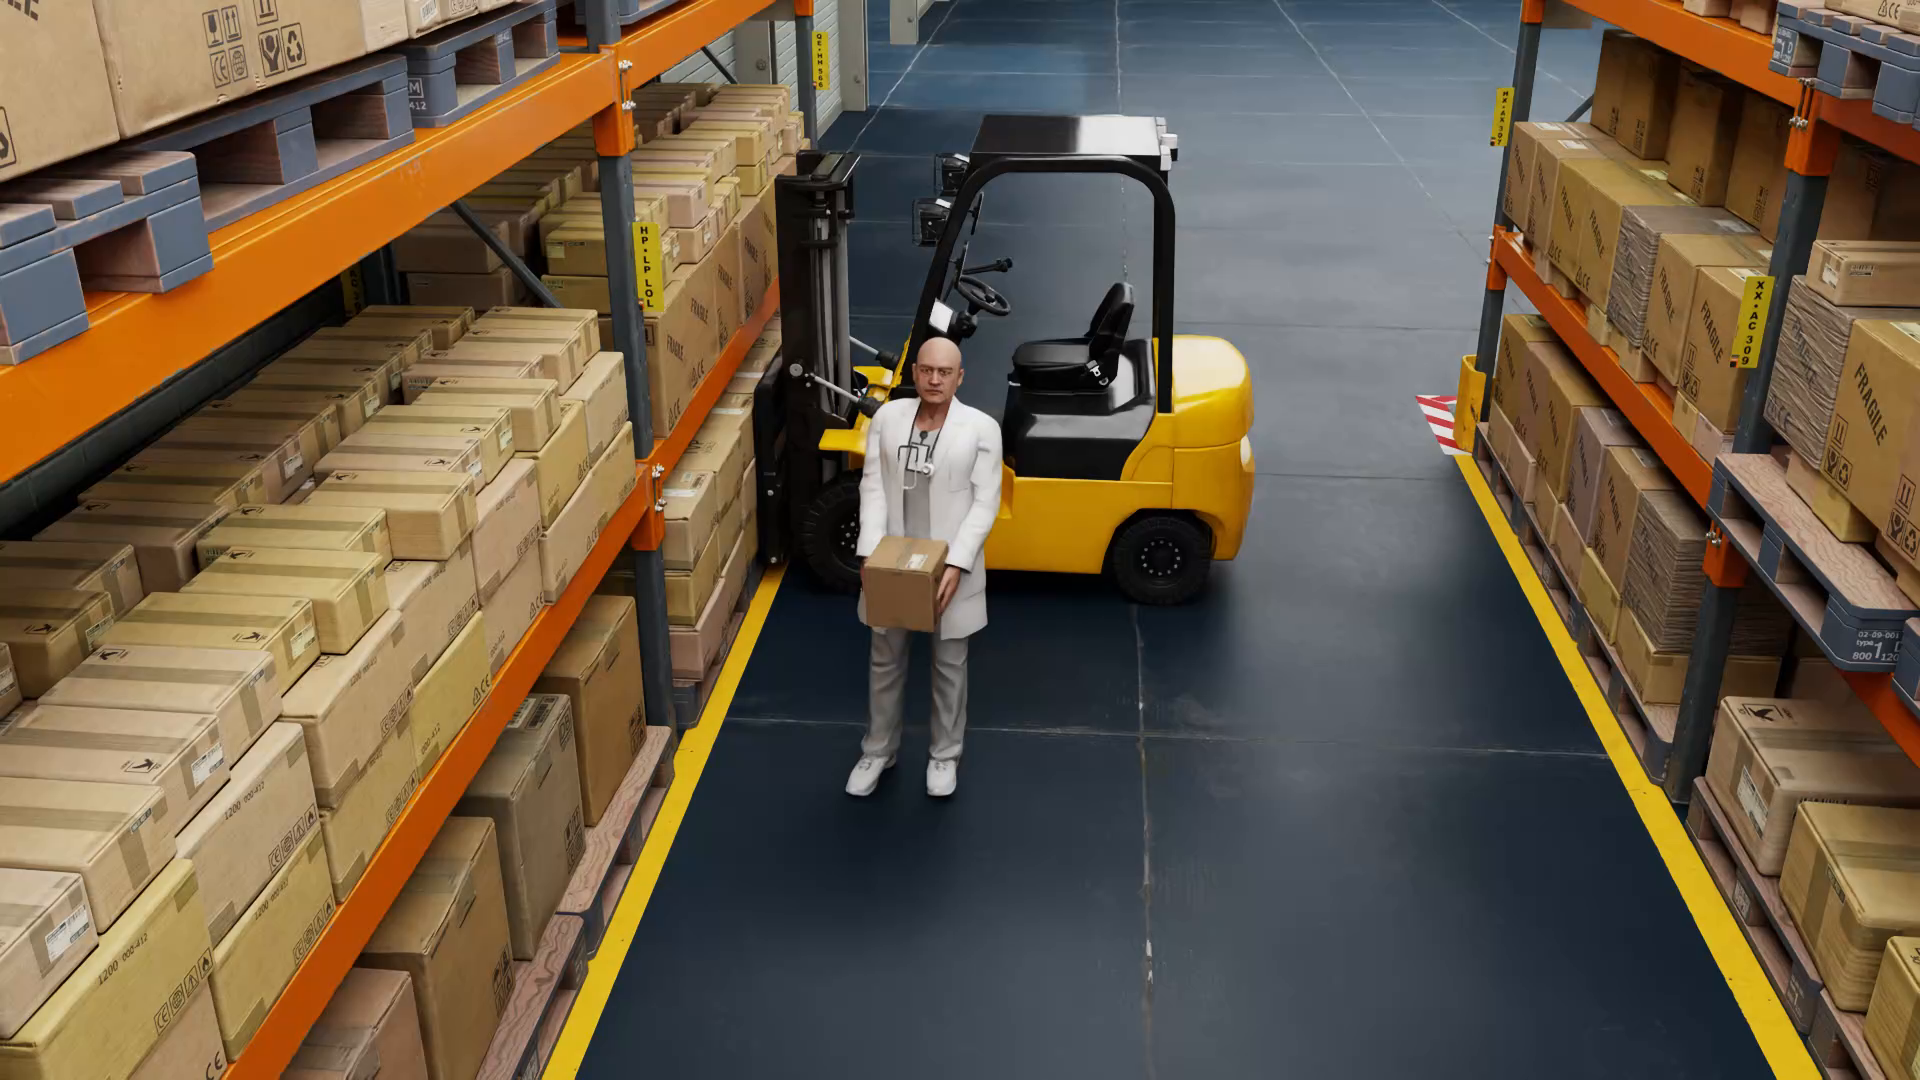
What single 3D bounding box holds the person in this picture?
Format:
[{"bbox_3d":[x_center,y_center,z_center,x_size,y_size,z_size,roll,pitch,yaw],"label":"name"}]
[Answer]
[{"bbox_3d":[-0.137,0.134,6.316,0.557,1.780,0.522,6,25,13],"label":"person"}]
